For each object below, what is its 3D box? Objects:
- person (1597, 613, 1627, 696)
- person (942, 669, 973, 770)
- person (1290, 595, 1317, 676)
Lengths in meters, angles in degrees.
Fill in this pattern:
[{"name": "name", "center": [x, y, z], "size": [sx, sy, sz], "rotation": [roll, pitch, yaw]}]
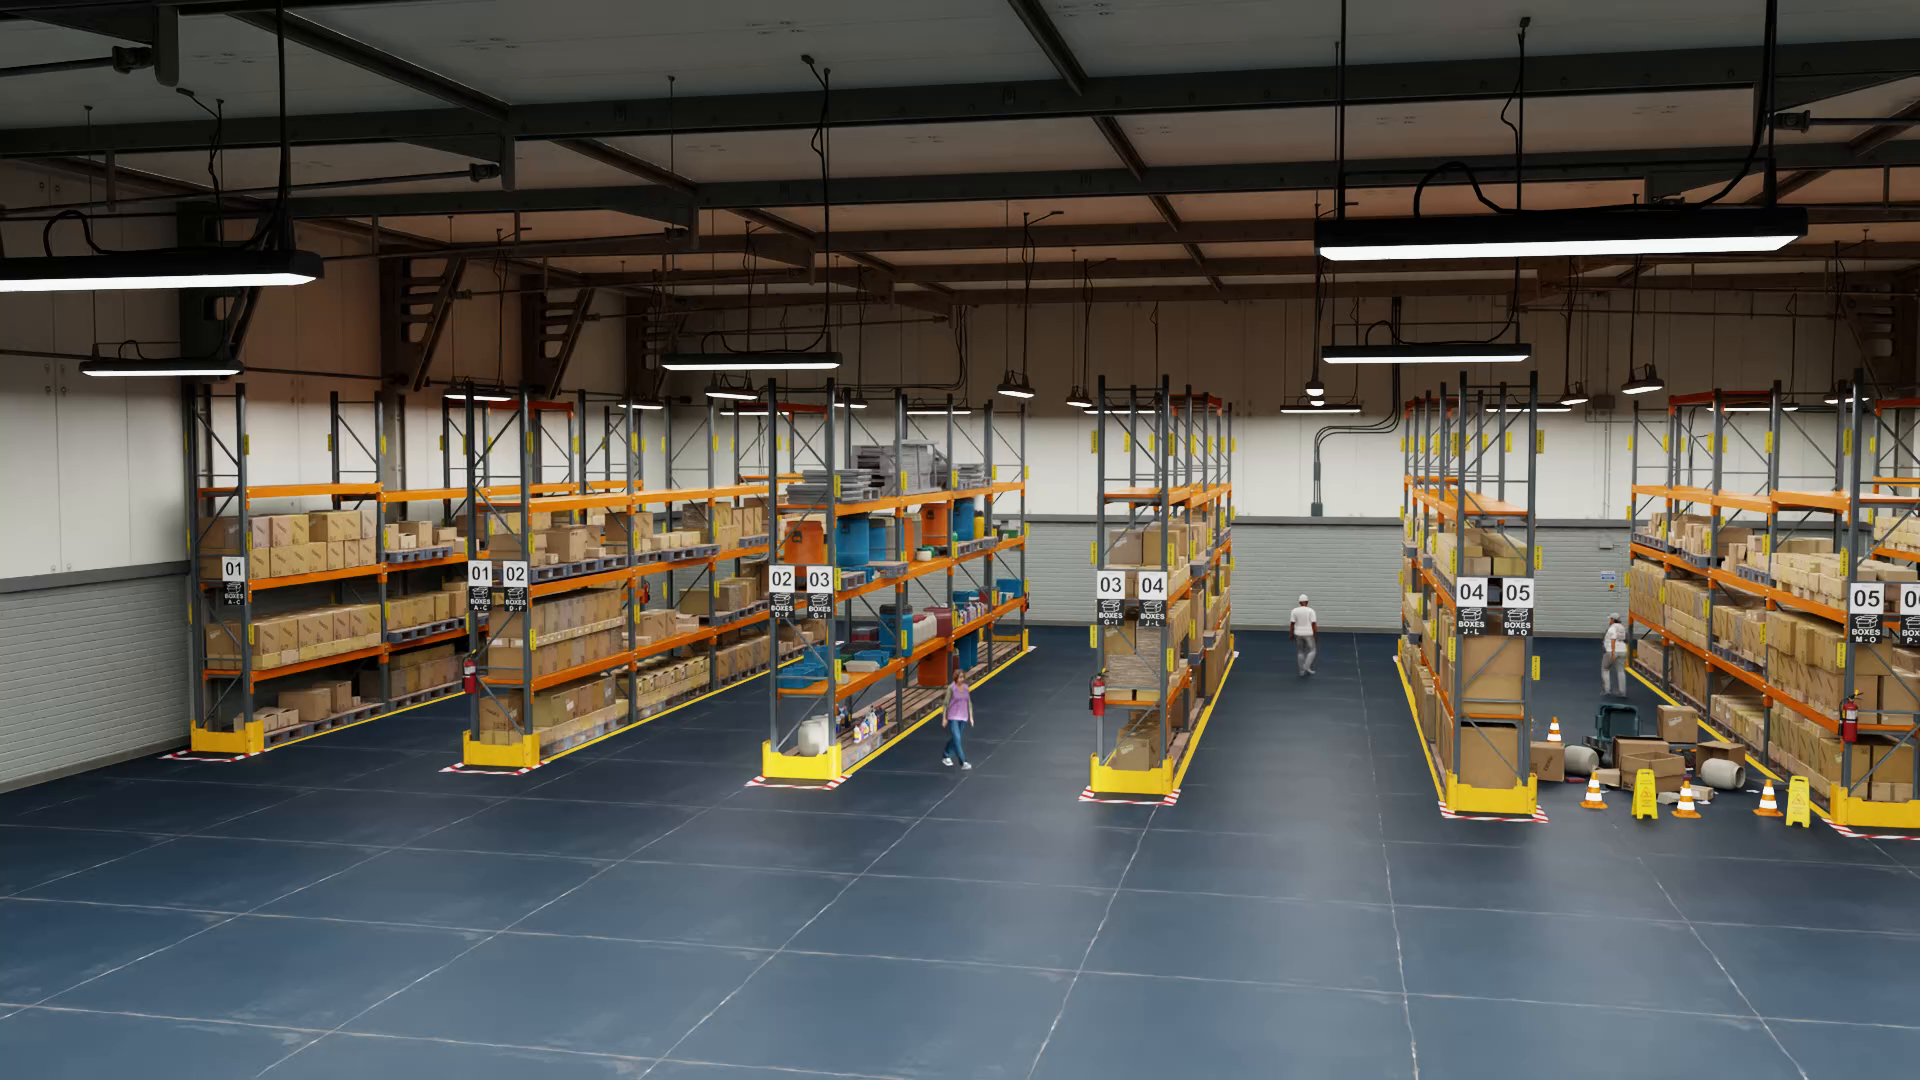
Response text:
[{"name": "person", "center": [13.062, 2.308, 33.093], "size": [0.504, 1.703, 0.581], "rotation": [-1, 3, -11]}, {"name": "person", "center": [-0.009, 2.747, 25.524], "size": [0.458, 1.540, 0.989], "rotation": [-3, 4, -40]}, {"name": "person", "center": [7.441, 2.067, 36.029], "size": [0.598, 1.766, 0.526], "rotation": [2, 4, 27]}]
